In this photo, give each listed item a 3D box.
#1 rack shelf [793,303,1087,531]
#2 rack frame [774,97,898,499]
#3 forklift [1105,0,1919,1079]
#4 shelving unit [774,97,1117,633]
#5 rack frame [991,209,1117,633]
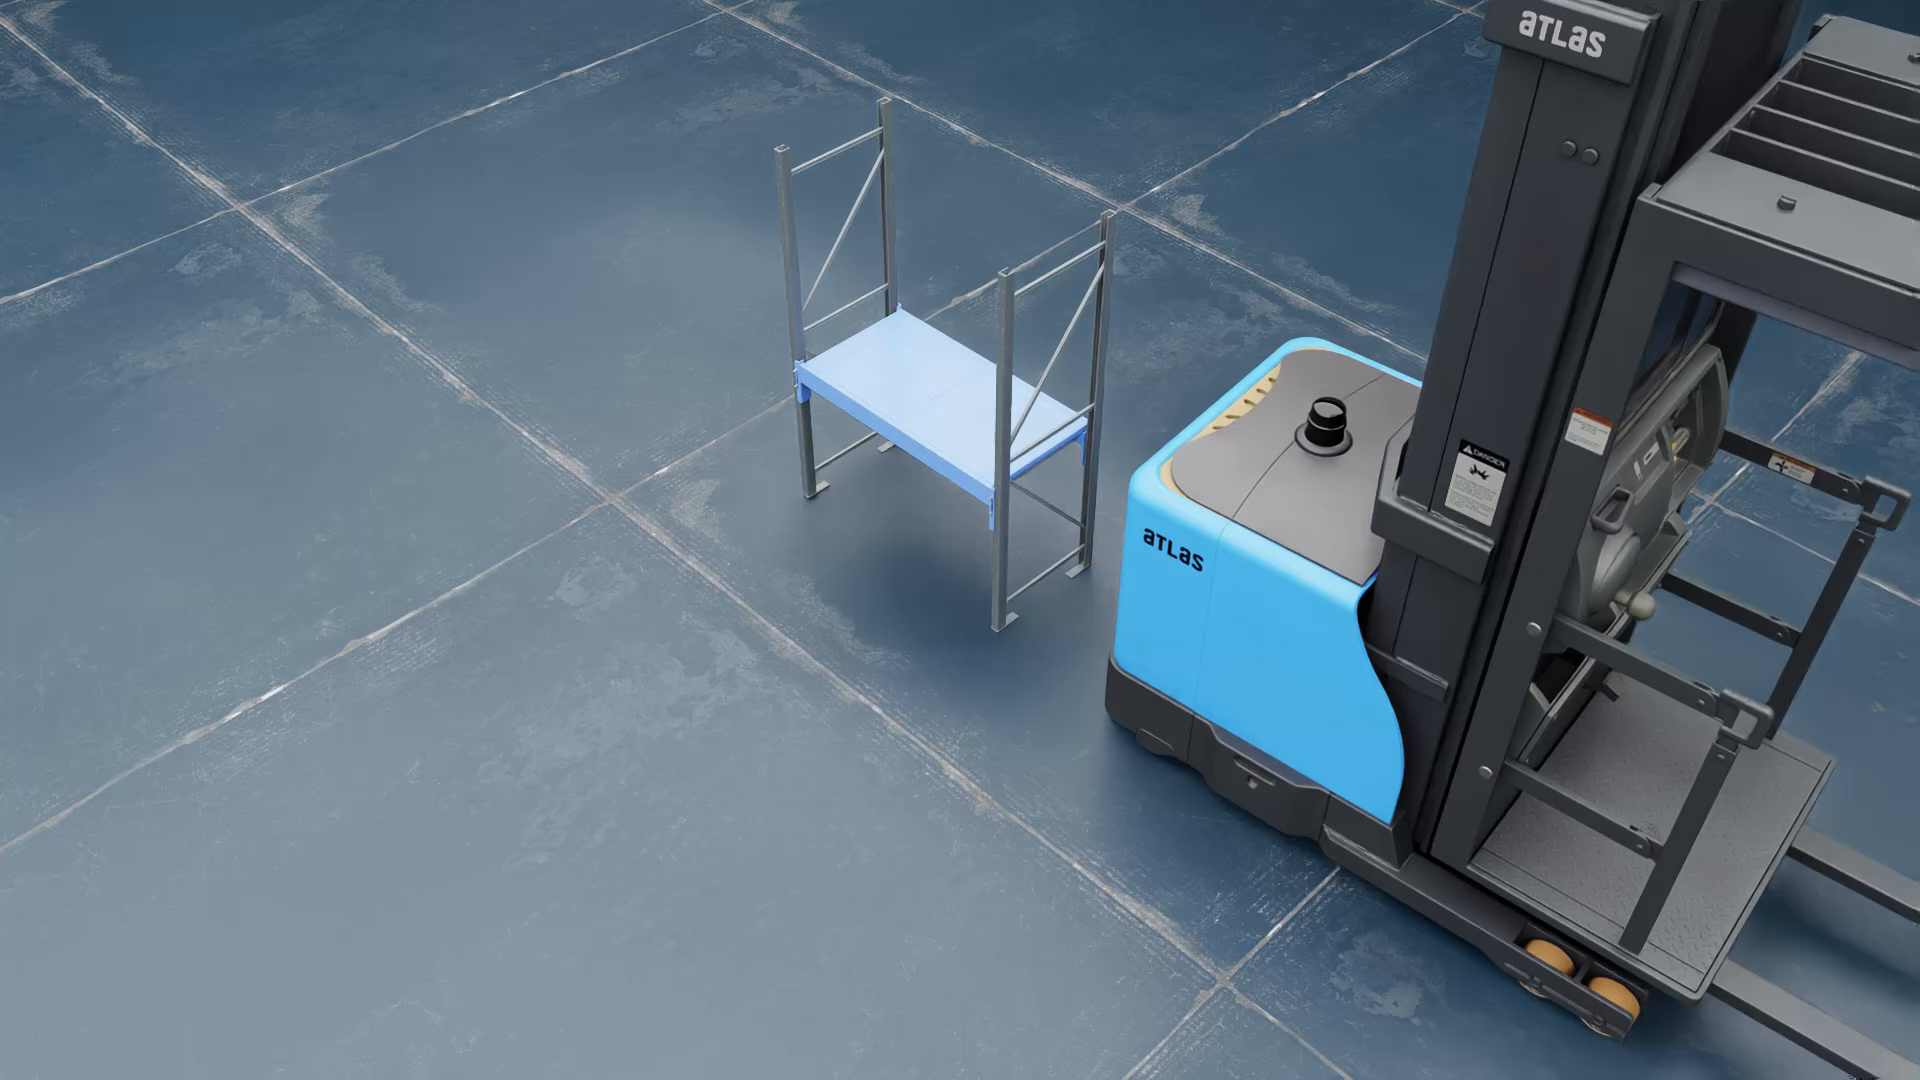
[{"bbox_3d":[-0.060,-0.460,5.907,0.538,0.185,1.000,-34,53,-31],"label":"rack shelf"},{"bbox_3d":[-0.419,-0.836,6.050,0.500,1.500,0.032,-34,53,-31],"label":"rack frame"},{"bbox_3d":[1.937,-0.080,4.177,3.031,2.935,1.130,30,50,28],"label":"forklift"},{"bbox_3d":[-0.060,-0.592,5.785,0.538,1.500,1.048,-34,53,-31],"label":"shelving unit"},{"bbox_3d":[0.299,-0.348,5.521,0.500,1.500,0.032,-34,53,-31],"label":"rack frame"}]
